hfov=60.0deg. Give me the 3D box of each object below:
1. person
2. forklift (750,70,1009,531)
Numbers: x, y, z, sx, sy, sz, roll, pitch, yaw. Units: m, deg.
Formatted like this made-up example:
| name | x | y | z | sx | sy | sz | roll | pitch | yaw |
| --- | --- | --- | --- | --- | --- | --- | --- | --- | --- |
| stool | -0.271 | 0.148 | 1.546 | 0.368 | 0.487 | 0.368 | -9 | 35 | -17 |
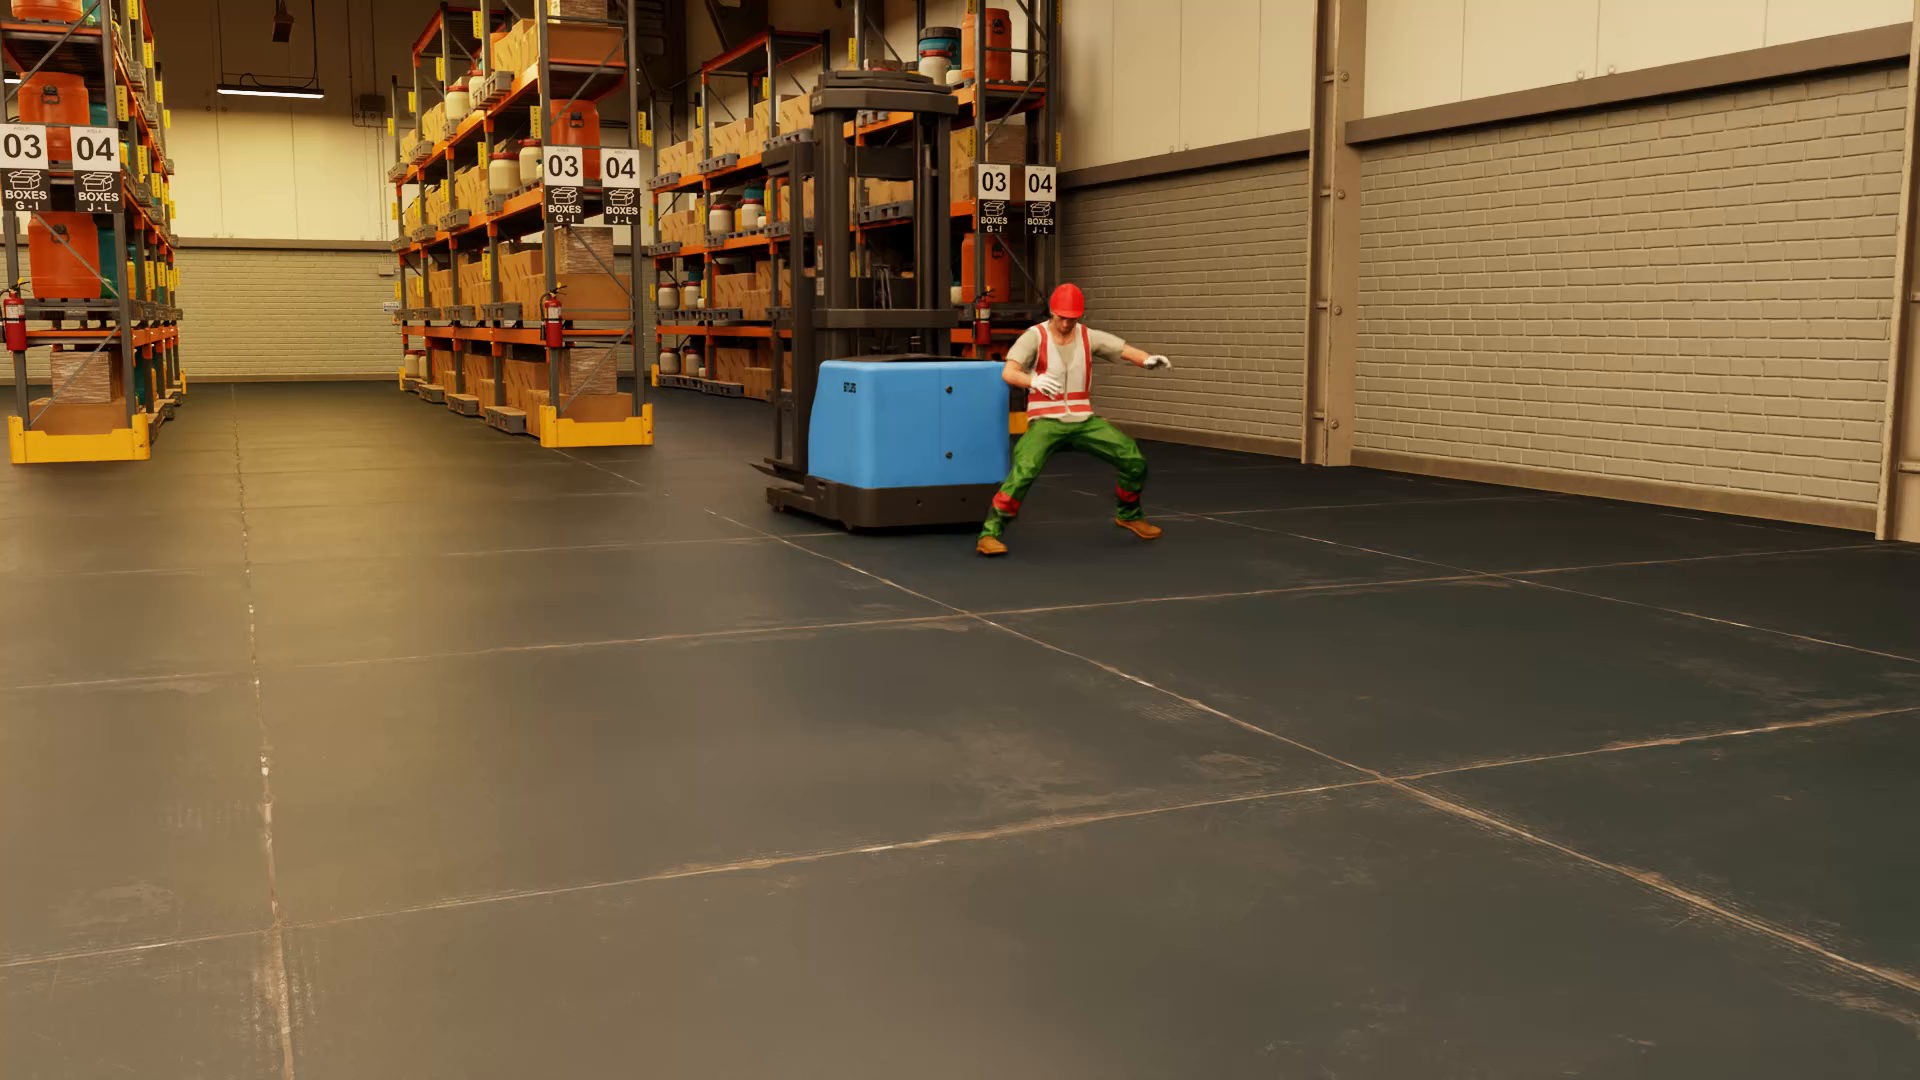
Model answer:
| name | x | y | z | sx | sy | sz | roll | pitch | yaw |
| --- | --- | --- | --- | --- | --- | --- | --- | --- | --- |
| person | 0.677 | -0.724 | 9.710 | 1.266 | 1.540 | 0.729 | -2 | 8 | -14 |
| forklift | -0.722 | -1.664 | 11.560 | 1.130 | 2.935 | 3.031 | -3 | 8 | -23 |
